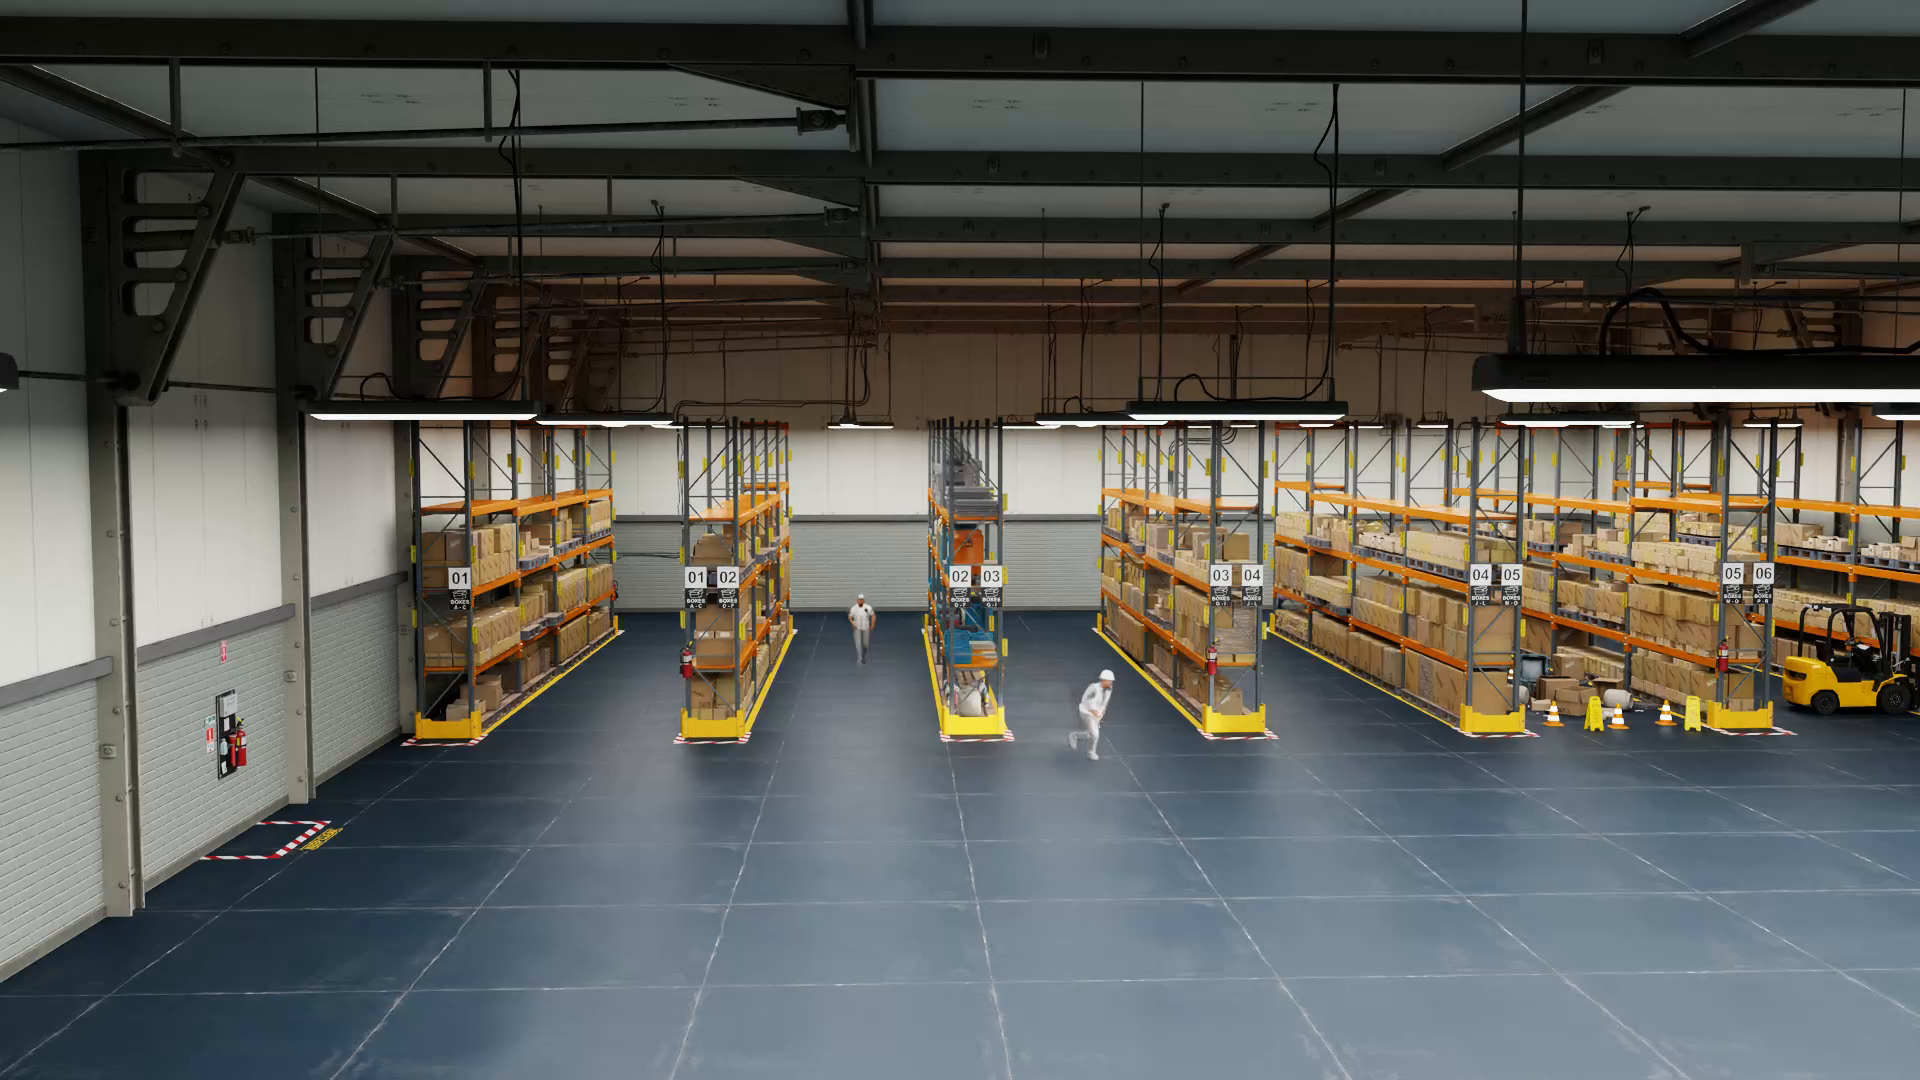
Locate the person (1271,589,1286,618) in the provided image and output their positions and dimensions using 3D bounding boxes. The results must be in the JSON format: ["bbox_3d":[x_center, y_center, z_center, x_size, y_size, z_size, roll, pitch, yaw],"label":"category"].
[{"bbox_3d":[9.429,1.746,48.904,0.588,1.628,0.576,-1,4,-12],"label":"person"}]

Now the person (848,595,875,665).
[{"bbox_3d":[-2.288,2.095,38.801,0.640,1.643,0.508,0,4,-5],"label":"person"}]

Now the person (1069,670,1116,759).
[{"bbox_3d":[2.319,3.035,29.152,0.672,1.583,1.026,-4,5,-44],"label":"person"}]
